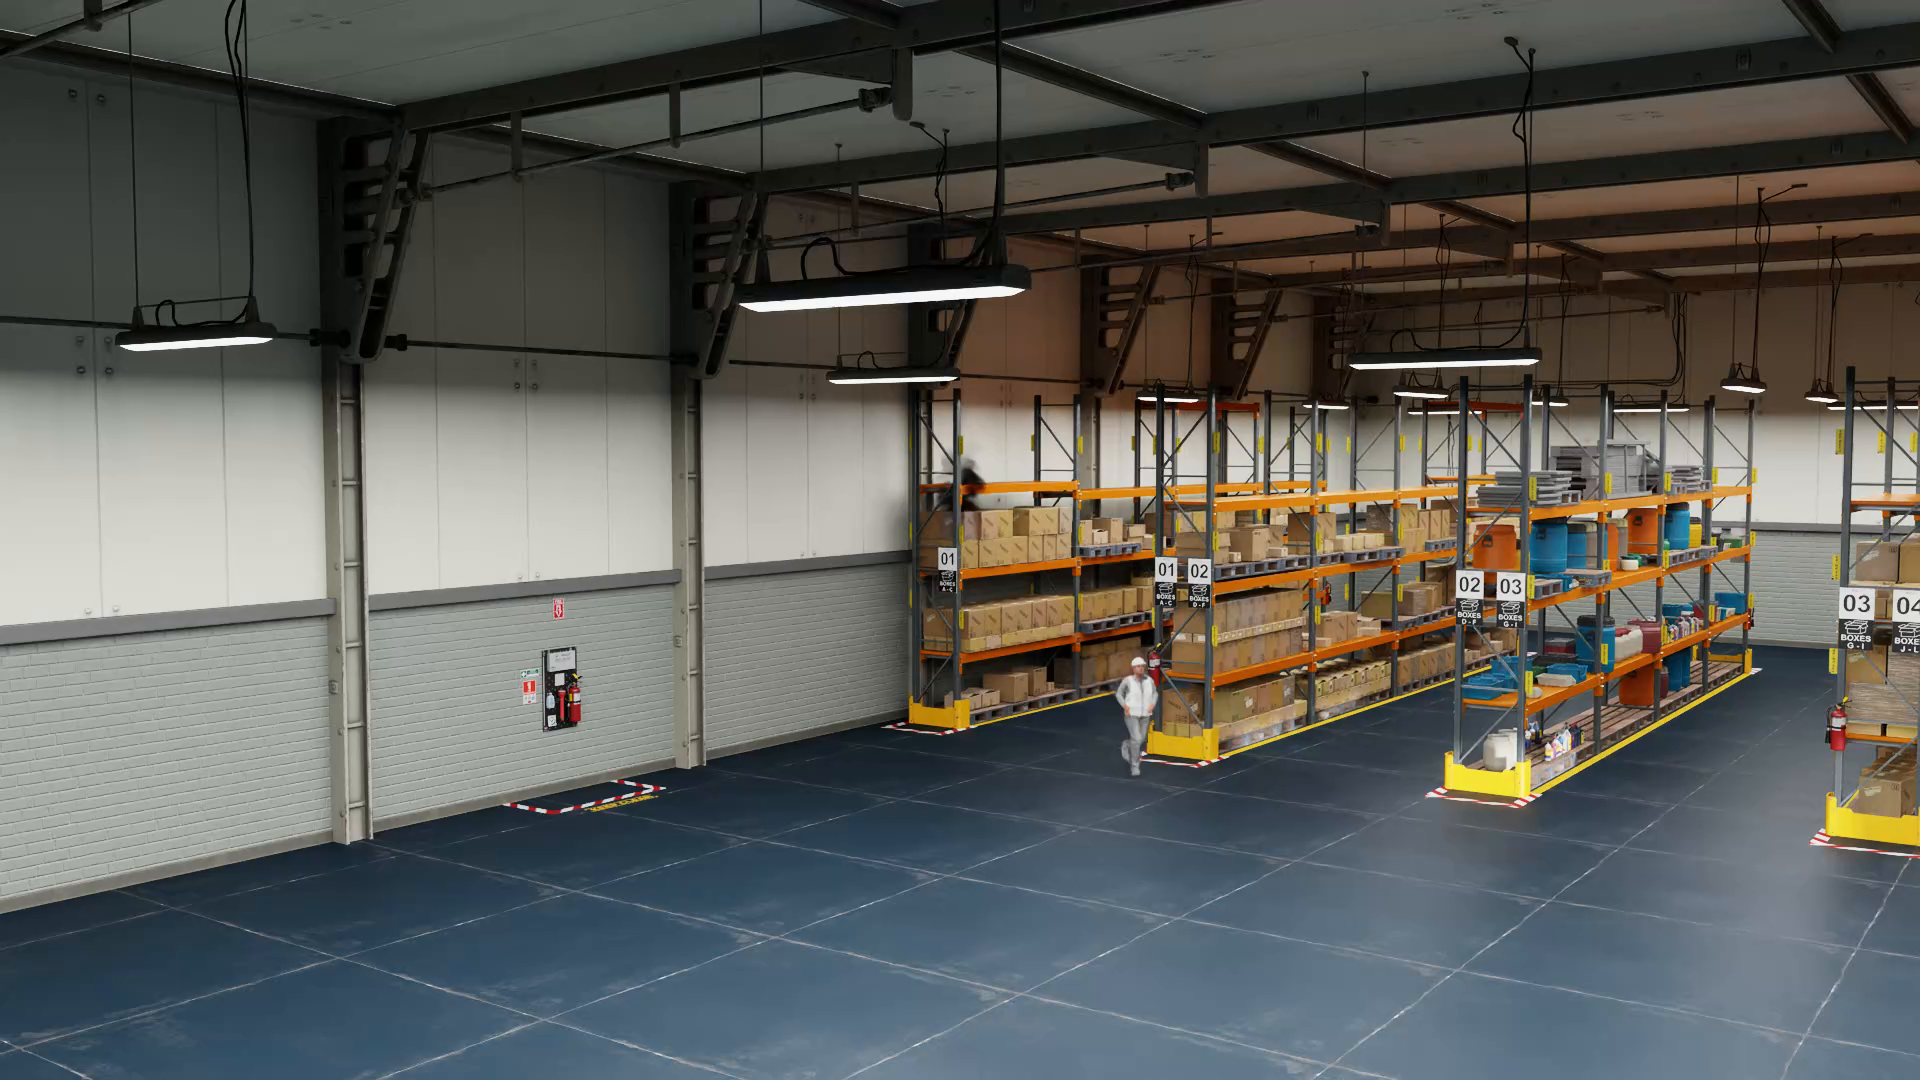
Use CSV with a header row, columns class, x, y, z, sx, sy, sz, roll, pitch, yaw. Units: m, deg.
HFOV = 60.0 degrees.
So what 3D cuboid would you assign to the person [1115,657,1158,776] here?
class,x,y,z,sx,sy,sz,roll,pitch,yaw
person,2.705,2.675,25.549,0.669,1.788,0.780,-1,3,-18
